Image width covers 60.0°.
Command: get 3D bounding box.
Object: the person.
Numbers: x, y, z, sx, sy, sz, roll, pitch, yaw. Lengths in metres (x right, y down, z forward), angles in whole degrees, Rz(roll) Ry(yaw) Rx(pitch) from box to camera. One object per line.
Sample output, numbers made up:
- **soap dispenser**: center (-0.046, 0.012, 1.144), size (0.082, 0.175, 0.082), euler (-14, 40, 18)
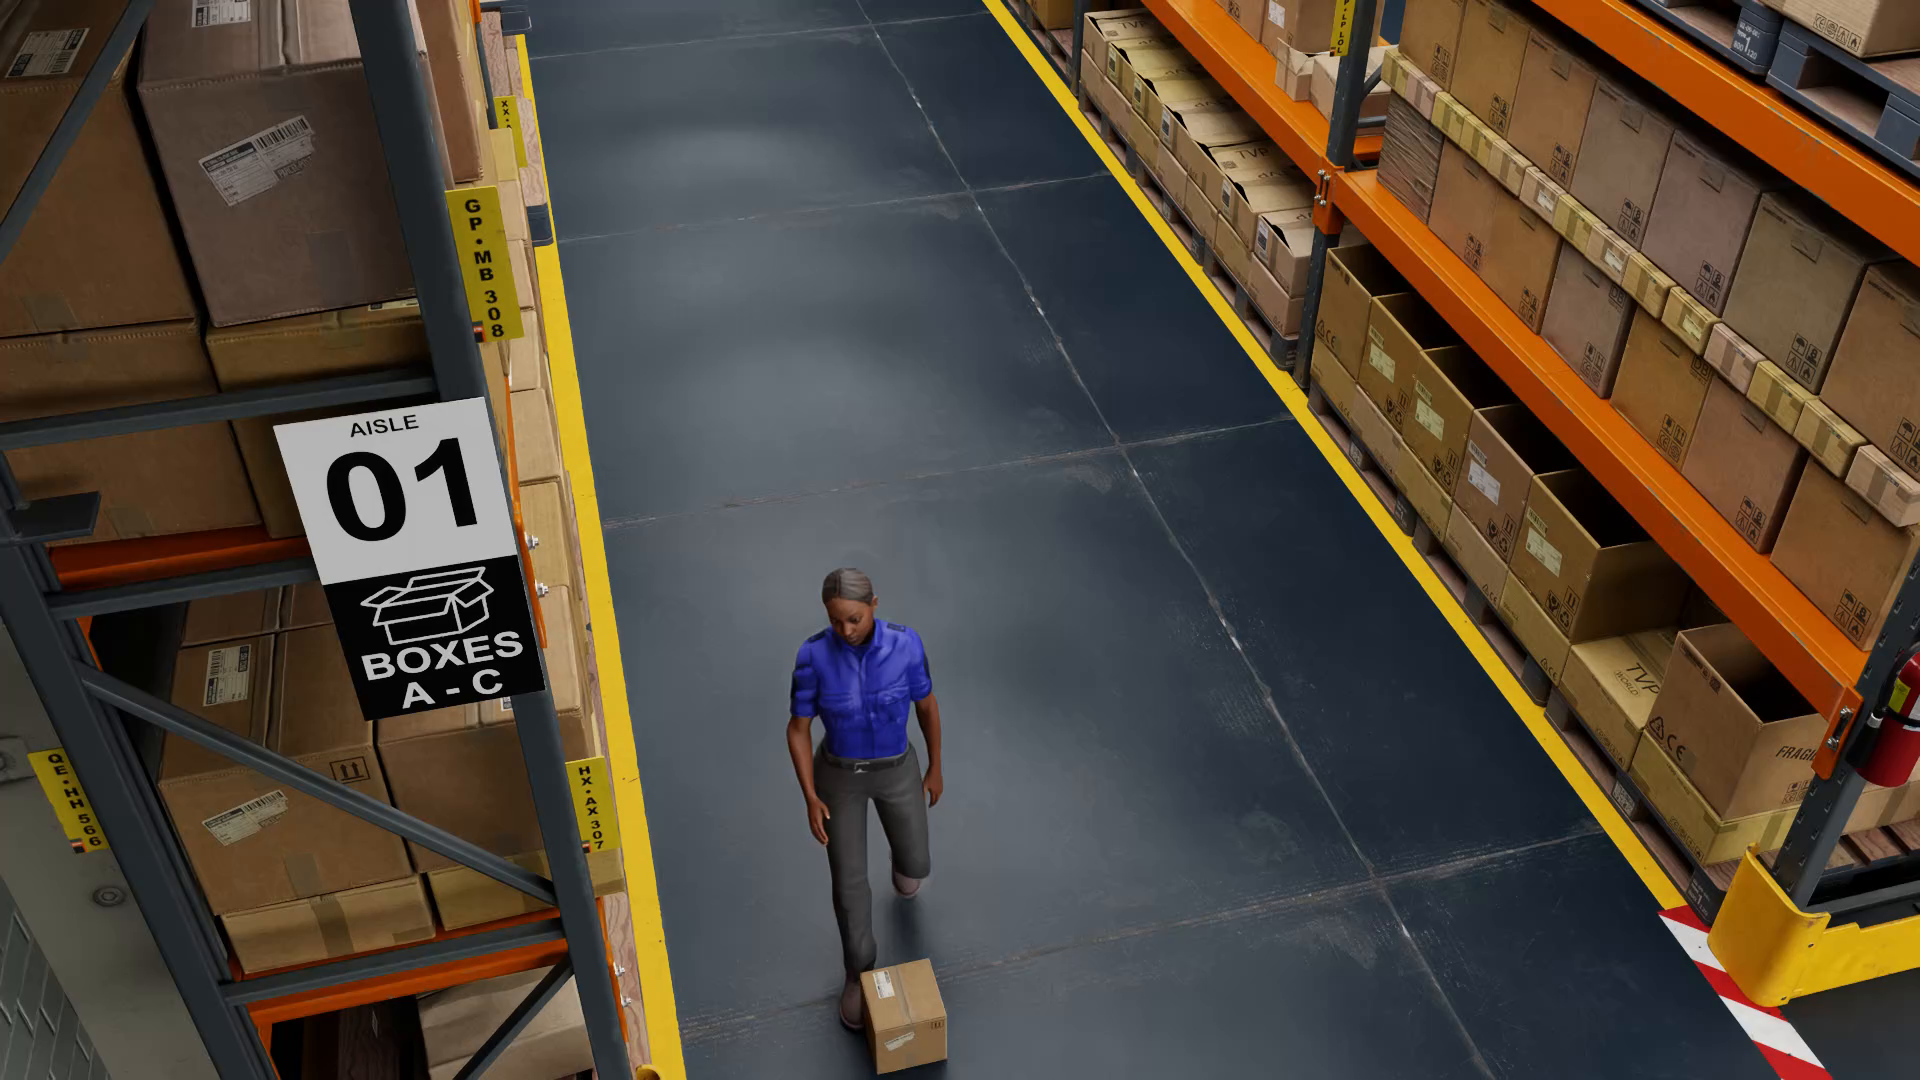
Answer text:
- **person**: center (-0.312, 0.852, 5.656), size (0.524, 1.599, 0.795), euler (-3, 39, -4)
